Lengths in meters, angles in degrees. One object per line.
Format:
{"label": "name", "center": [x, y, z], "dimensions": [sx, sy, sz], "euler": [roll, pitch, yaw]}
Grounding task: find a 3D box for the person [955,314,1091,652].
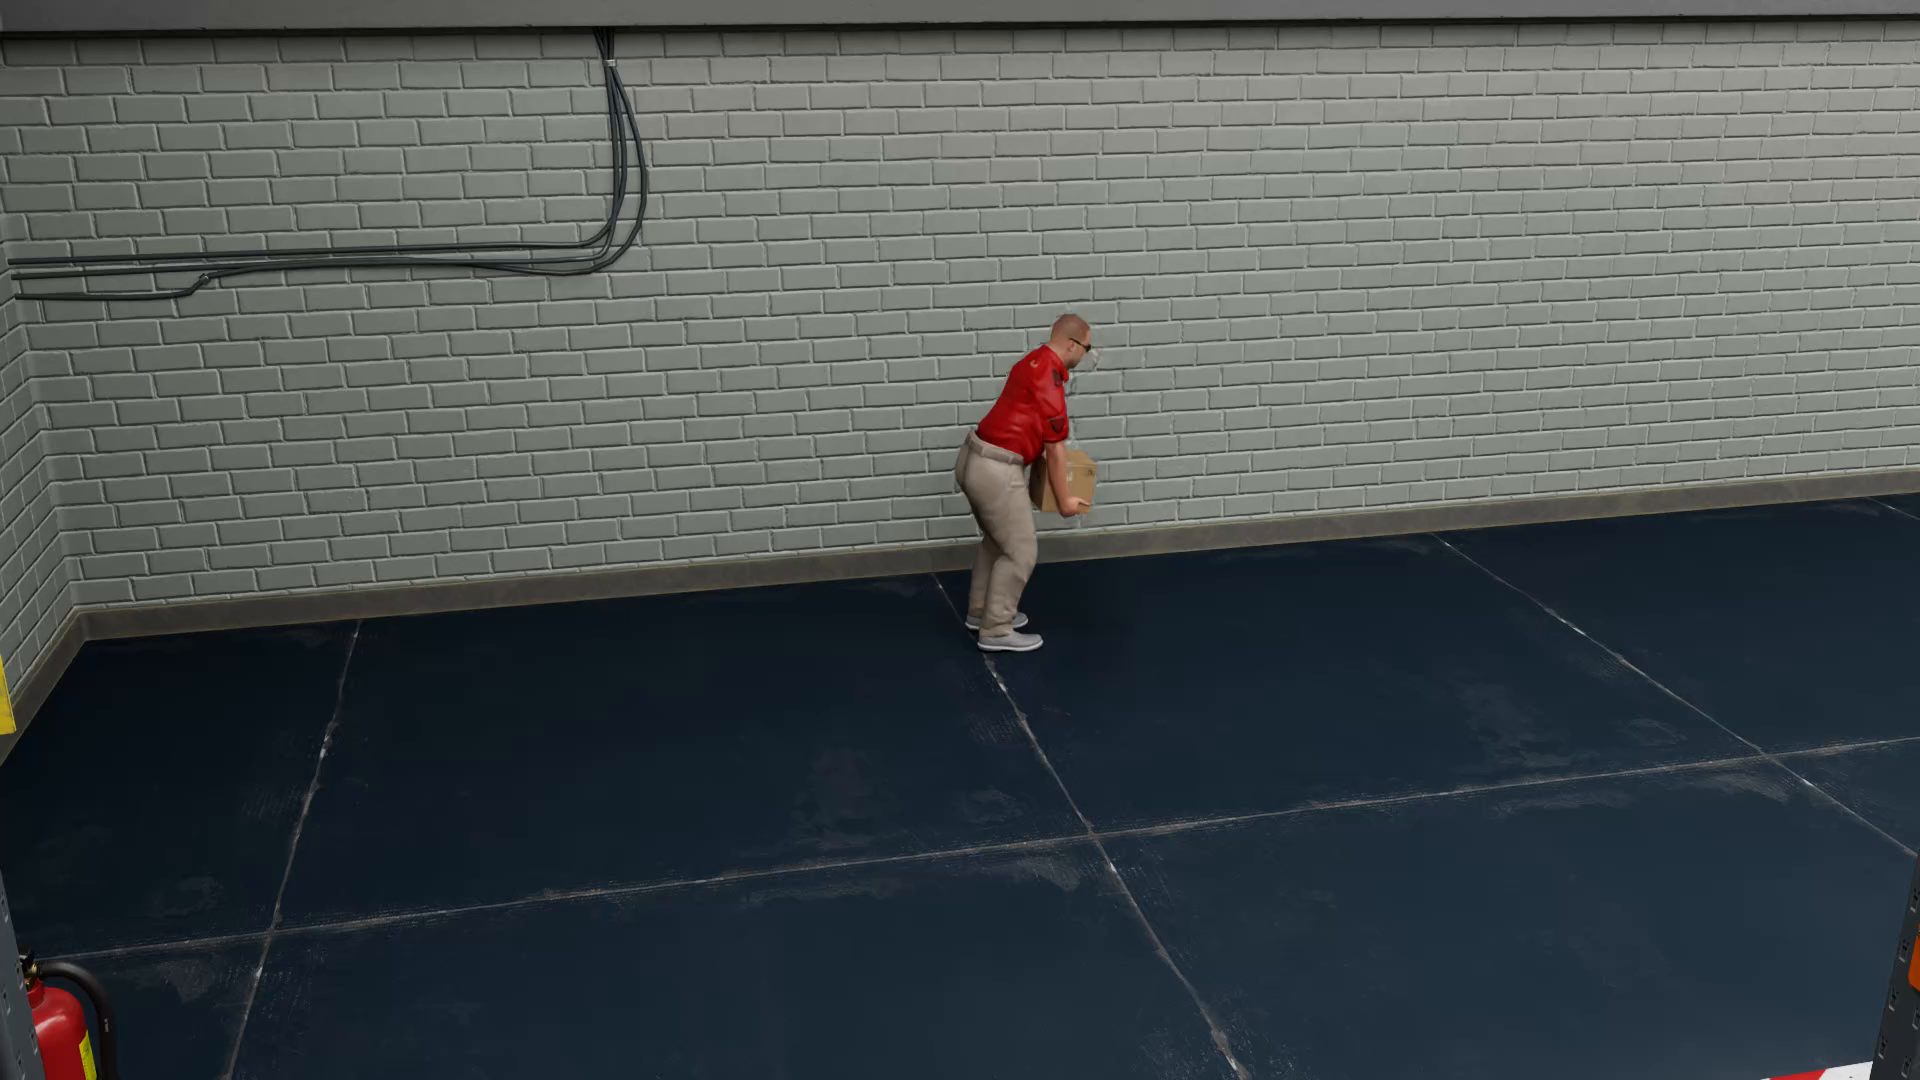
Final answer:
{"label": "person", "center": [0.309, -0.282, 8.074], "dimensions": [0.653, 1.617, 0.477], "euler": [-5, 20, -13]}
